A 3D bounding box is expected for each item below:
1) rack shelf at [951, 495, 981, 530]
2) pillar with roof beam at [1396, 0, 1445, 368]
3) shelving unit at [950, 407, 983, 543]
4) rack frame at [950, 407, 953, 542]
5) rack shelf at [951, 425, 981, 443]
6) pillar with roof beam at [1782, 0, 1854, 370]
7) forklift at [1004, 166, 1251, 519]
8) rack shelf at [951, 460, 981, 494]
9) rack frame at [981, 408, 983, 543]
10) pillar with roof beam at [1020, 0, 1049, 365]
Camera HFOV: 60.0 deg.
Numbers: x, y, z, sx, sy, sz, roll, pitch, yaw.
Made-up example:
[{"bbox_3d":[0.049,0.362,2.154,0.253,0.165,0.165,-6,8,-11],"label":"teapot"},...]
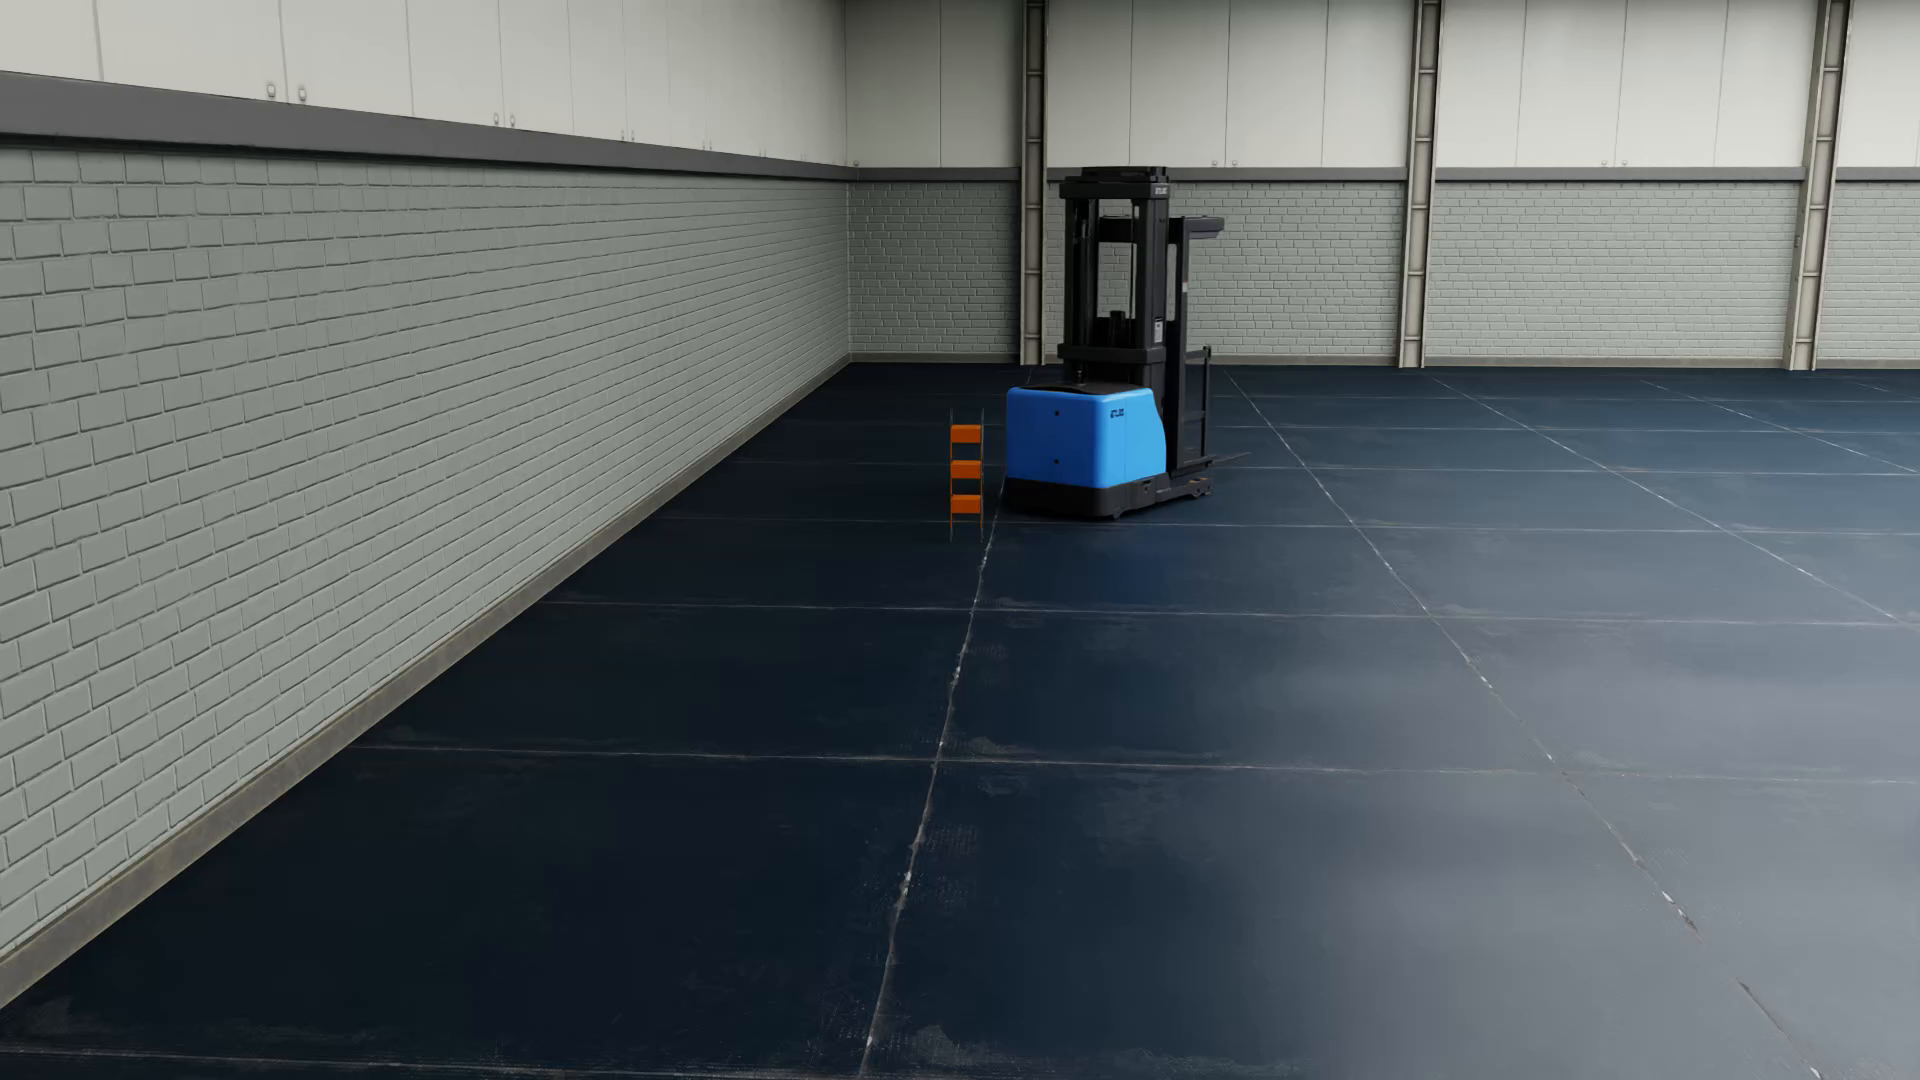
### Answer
[{"bbox_3d":[0.053,-0.231,13.216,0.240,0.259,0.215,1,12,4],"label":"rack shelf"},{"bbox_3d":[6.870,-6.286,21.341,0.400,9.000,9.100,1,12,4],"label":"pillar with roof beam"},{"bbox_3d":[0.053,-0.513,13.157,0.252,1.050,0.215,1,12,4],"label":"shelving unit"},{"bbox_3d":[-0.068,-0.515,13.165,0.008,1.050,0.200,1,12,4],"label":"rack frame"},{"bbox_3d":[0.053,-0.781,13.101,0.240,0.259,0.215,1,12,4],"label":"rack shelf"},{"bbox_3d":[12.857,-6.204,20.949,0.400,9.000,9.100,1,12,4],"label":"pillar with roof beam"},{"bbox_3d":[1.670,-1.862,15.010,1.130,2.935,3.031,9,15,36],"label":"forklift"},{"bbox_3d":[0.053,-0.503,13.159,0.240,0.259,0.215,1,12,4],"label":"rack shelf"},{"bbox_3d":[0.175,-0.511,13.149,0.008,1.050,0.200,1,12,4],"label":"rack frame"},{"bbox_3d":[0.883,-6.368,21.734,0.400,9.000,9.100,1,12,4],"label":"pillar with roof beam"}]
